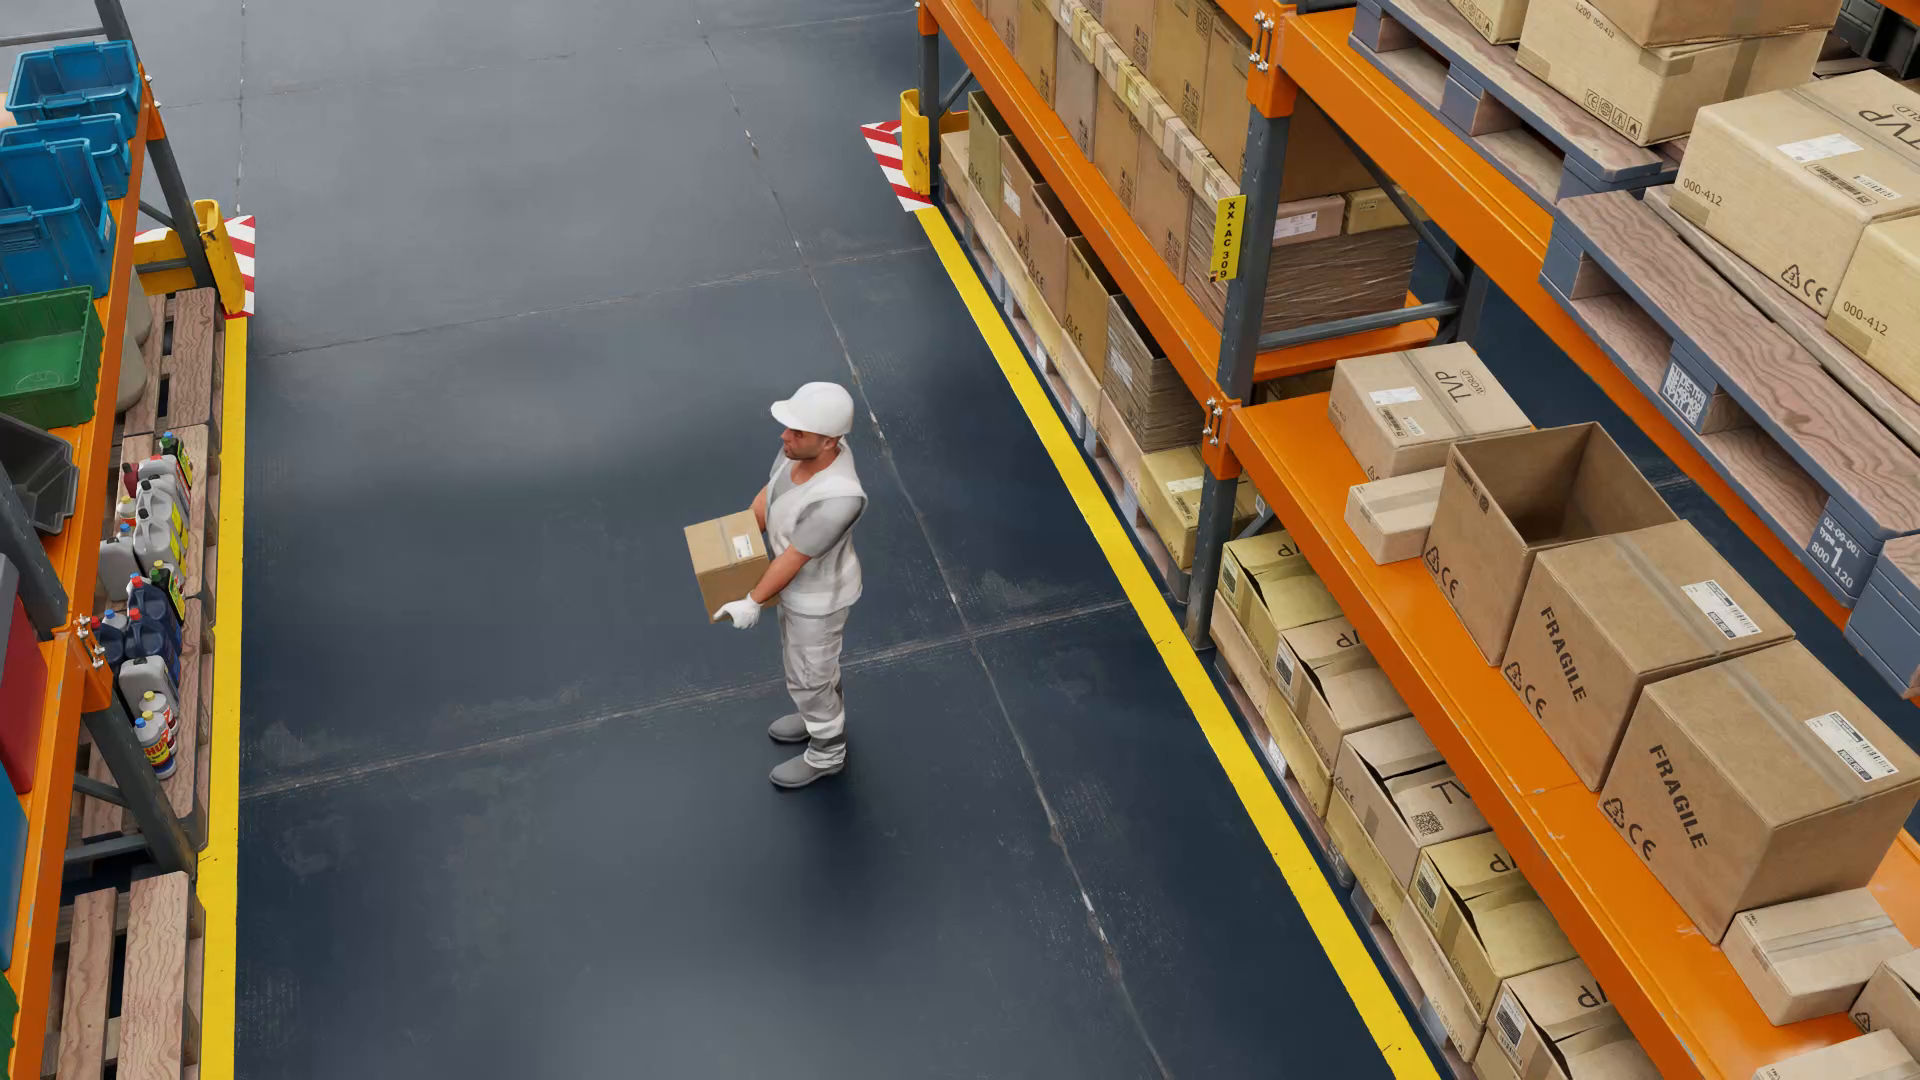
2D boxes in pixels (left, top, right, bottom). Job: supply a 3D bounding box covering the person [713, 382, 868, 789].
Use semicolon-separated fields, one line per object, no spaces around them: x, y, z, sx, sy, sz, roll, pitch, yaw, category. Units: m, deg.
-0.617;0.192;5.932;0.560;1.782;0.494;-11;43;-12;person
